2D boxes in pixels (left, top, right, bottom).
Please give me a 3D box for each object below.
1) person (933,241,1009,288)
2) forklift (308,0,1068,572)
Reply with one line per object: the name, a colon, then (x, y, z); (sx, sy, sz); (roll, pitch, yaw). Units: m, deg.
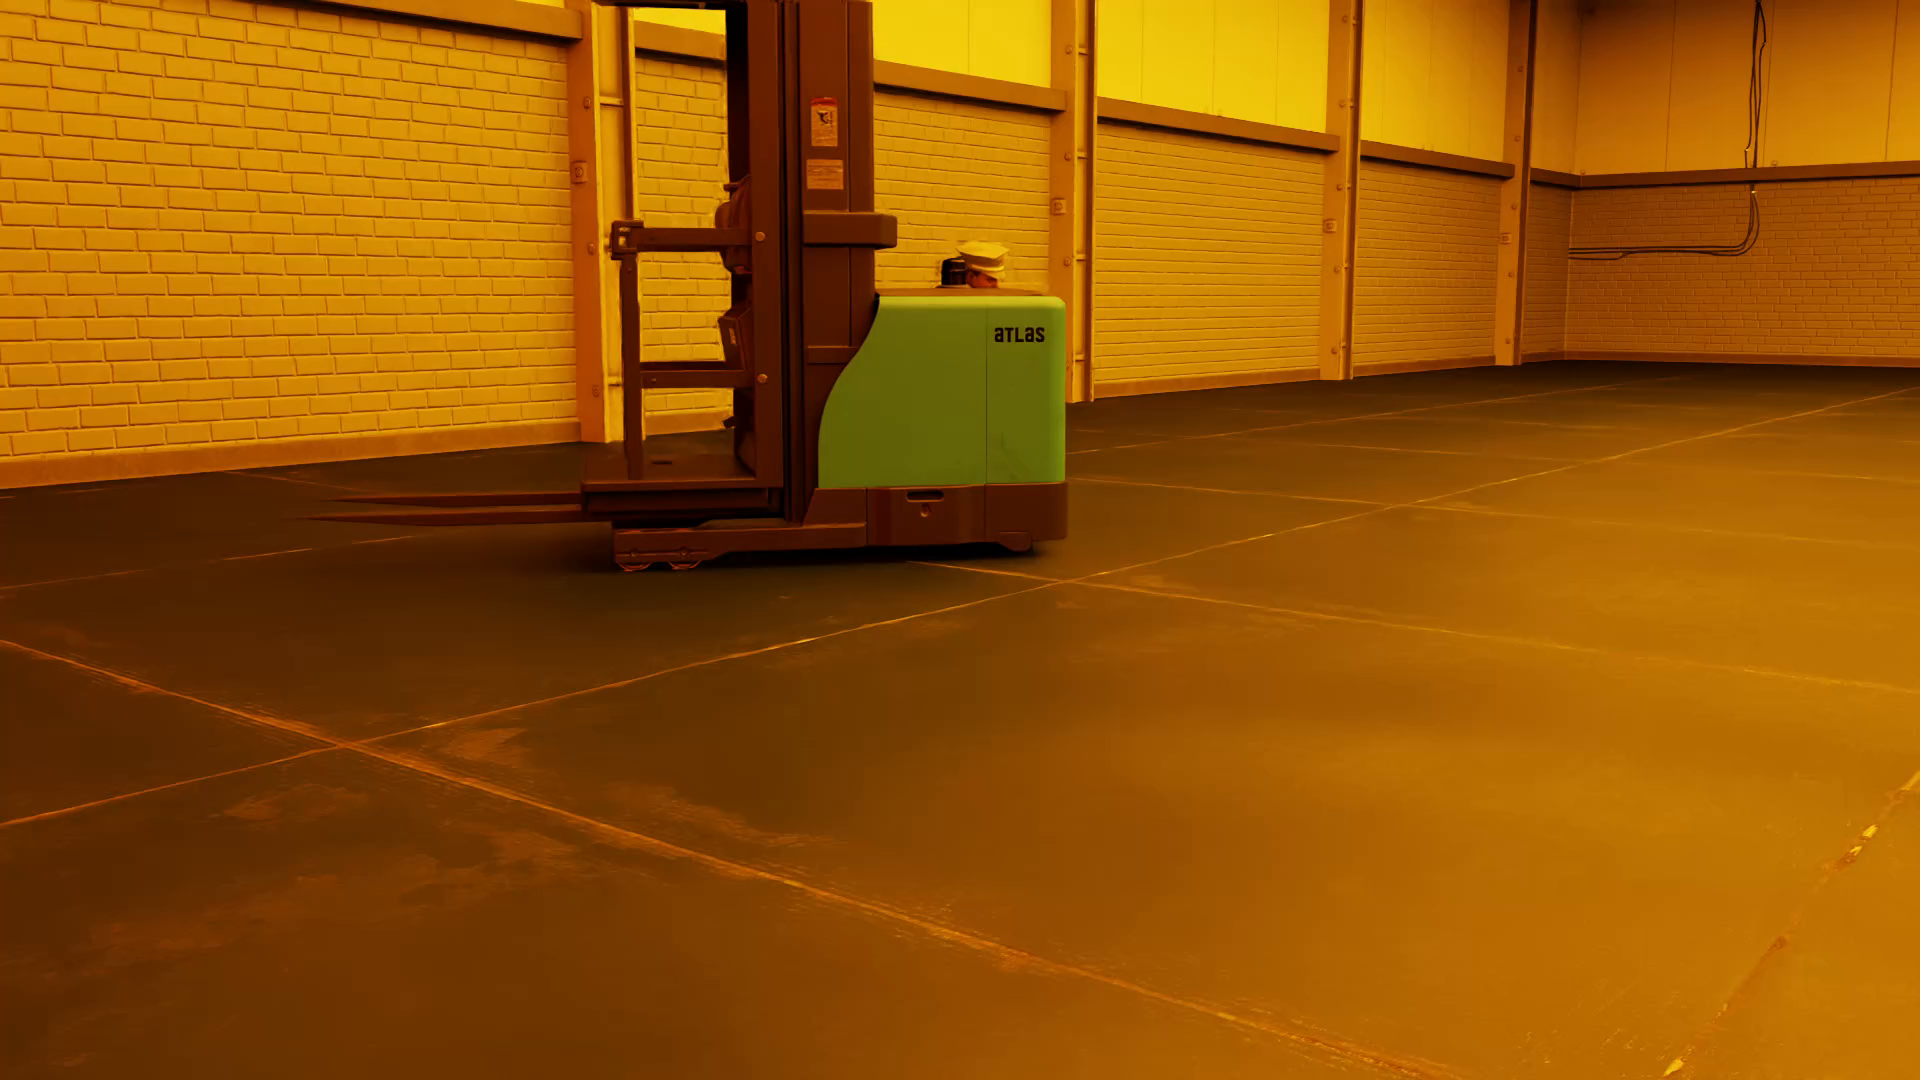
person: (0.153, -0.772, 8.210); (0.889, 1.383, 1.125); (4, 9, 25)
forklift: (-1.119, -1.408, 6.907); (3.031, 2.935, 1.130); (-2, 9, -12)
